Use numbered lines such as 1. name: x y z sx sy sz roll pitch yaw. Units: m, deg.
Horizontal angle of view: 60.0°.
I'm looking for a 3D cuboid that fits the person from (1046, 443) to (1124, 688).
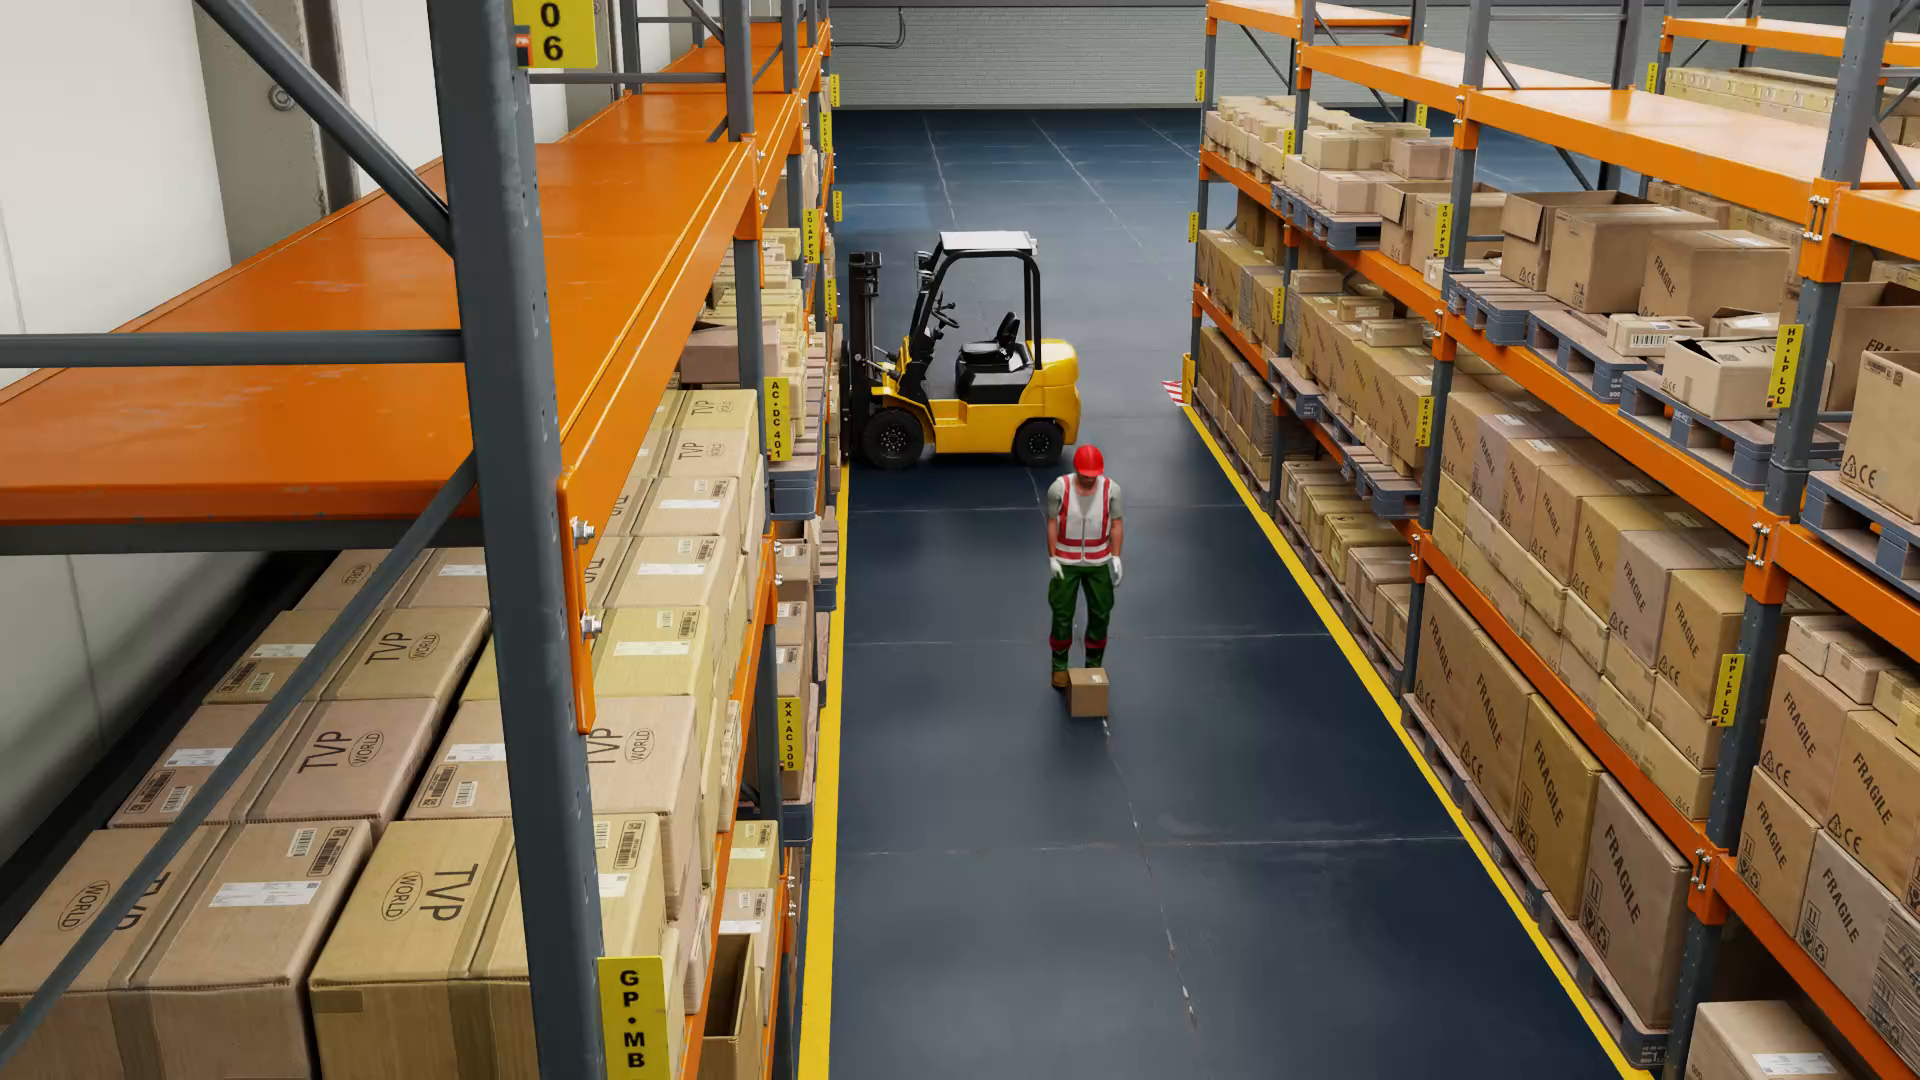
1. person: 0.859 0.170 11.480 0.535 1.764 0.400 -1 20 -2
